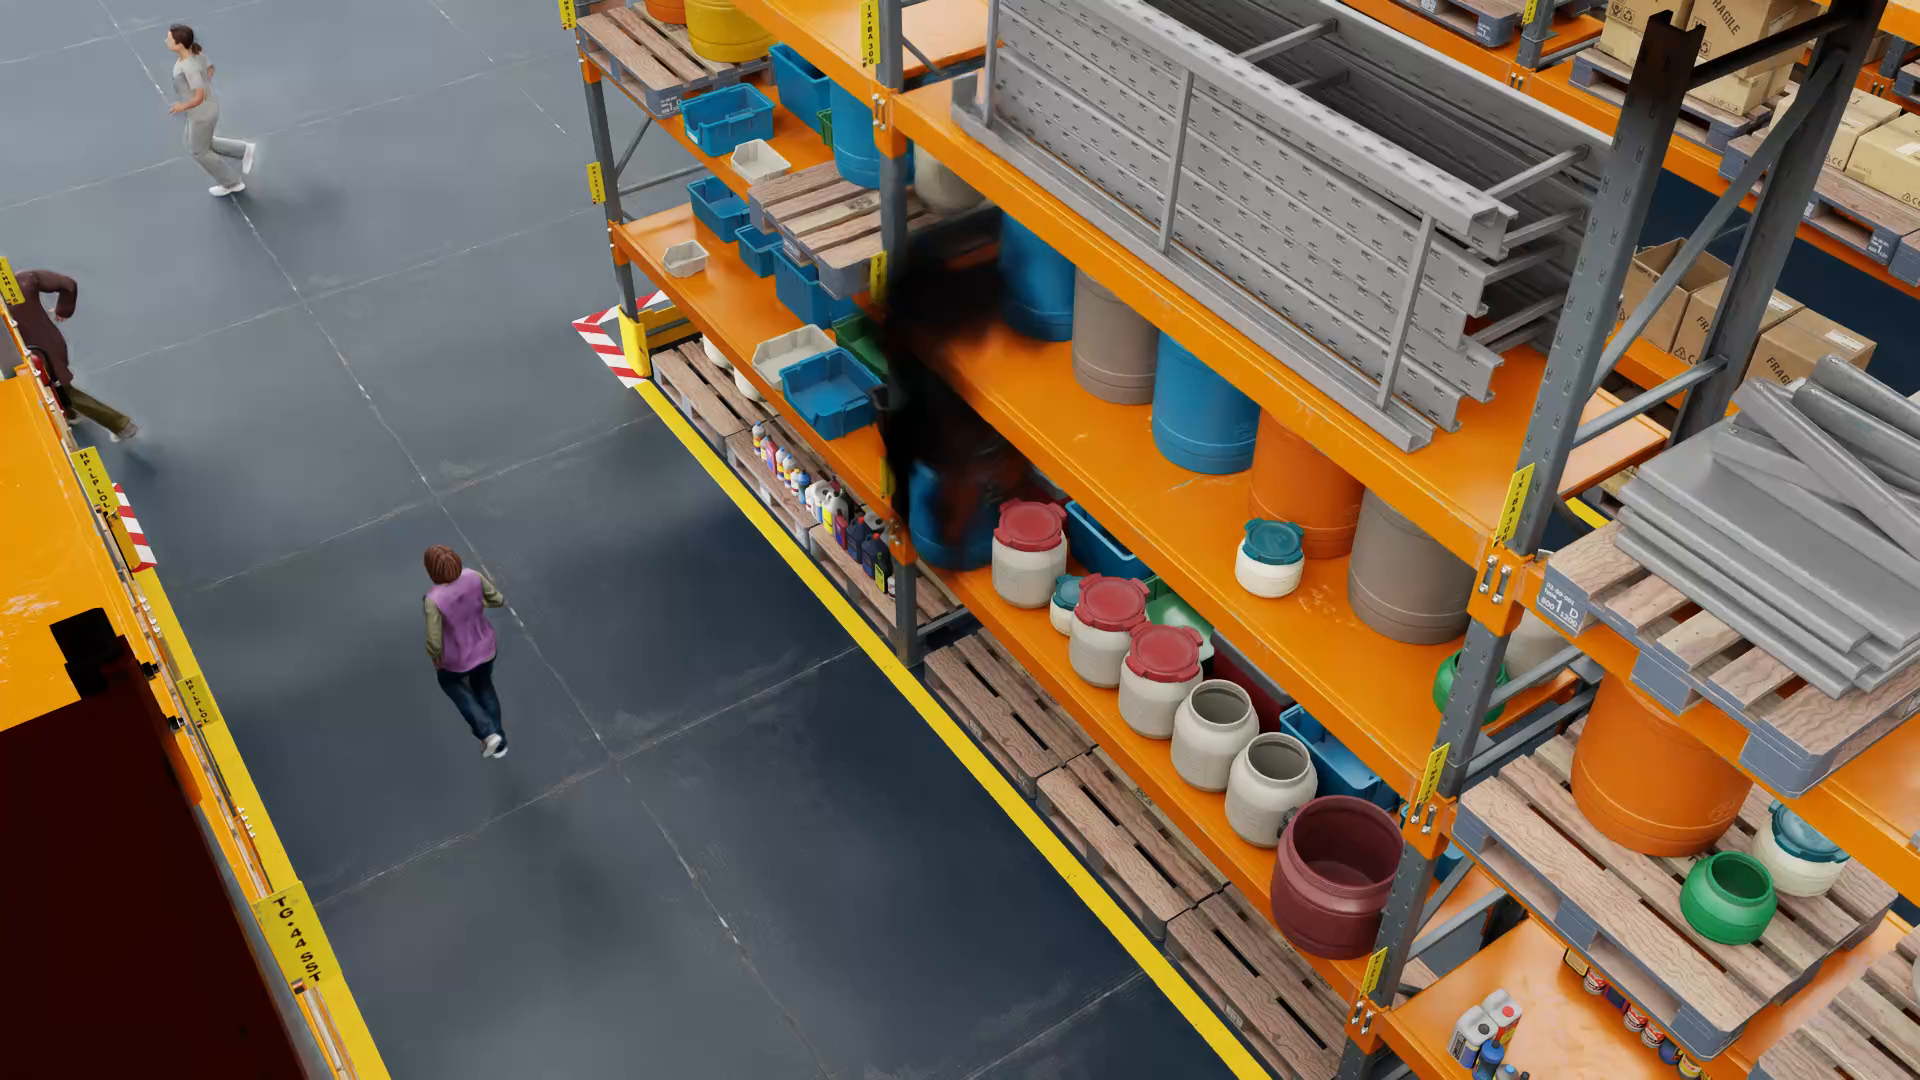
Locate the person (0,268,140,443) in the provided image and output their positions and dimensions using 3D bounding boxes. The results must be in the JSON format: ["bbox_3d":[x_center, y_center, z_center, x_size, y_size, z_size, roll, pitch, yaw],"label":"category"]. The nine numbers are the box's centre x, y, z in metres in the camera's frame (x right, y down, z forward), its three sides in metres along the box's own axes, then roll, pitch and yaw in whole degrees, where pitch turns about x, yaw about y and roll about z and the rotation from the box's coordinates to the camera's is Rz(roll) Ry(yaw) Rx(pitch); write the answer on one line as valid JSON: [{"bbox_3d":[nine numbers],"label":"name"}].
[{"bbox_3d":[-6.570,-1.305,11.901,0.997,1.789,0.737,11,44,12],"label":"person"}]

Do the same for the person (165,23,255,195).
[{"bbox_3d":[-6.664,-3.792,14.696,0.559,1.626,0.556,-10,44,-11],"label":"person"}]

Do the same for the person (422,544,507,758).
[{"bbox_3d":[-2.825,0.624,9.508,0.497,1.547,0.543,34,52,31],"label":"person"}]
